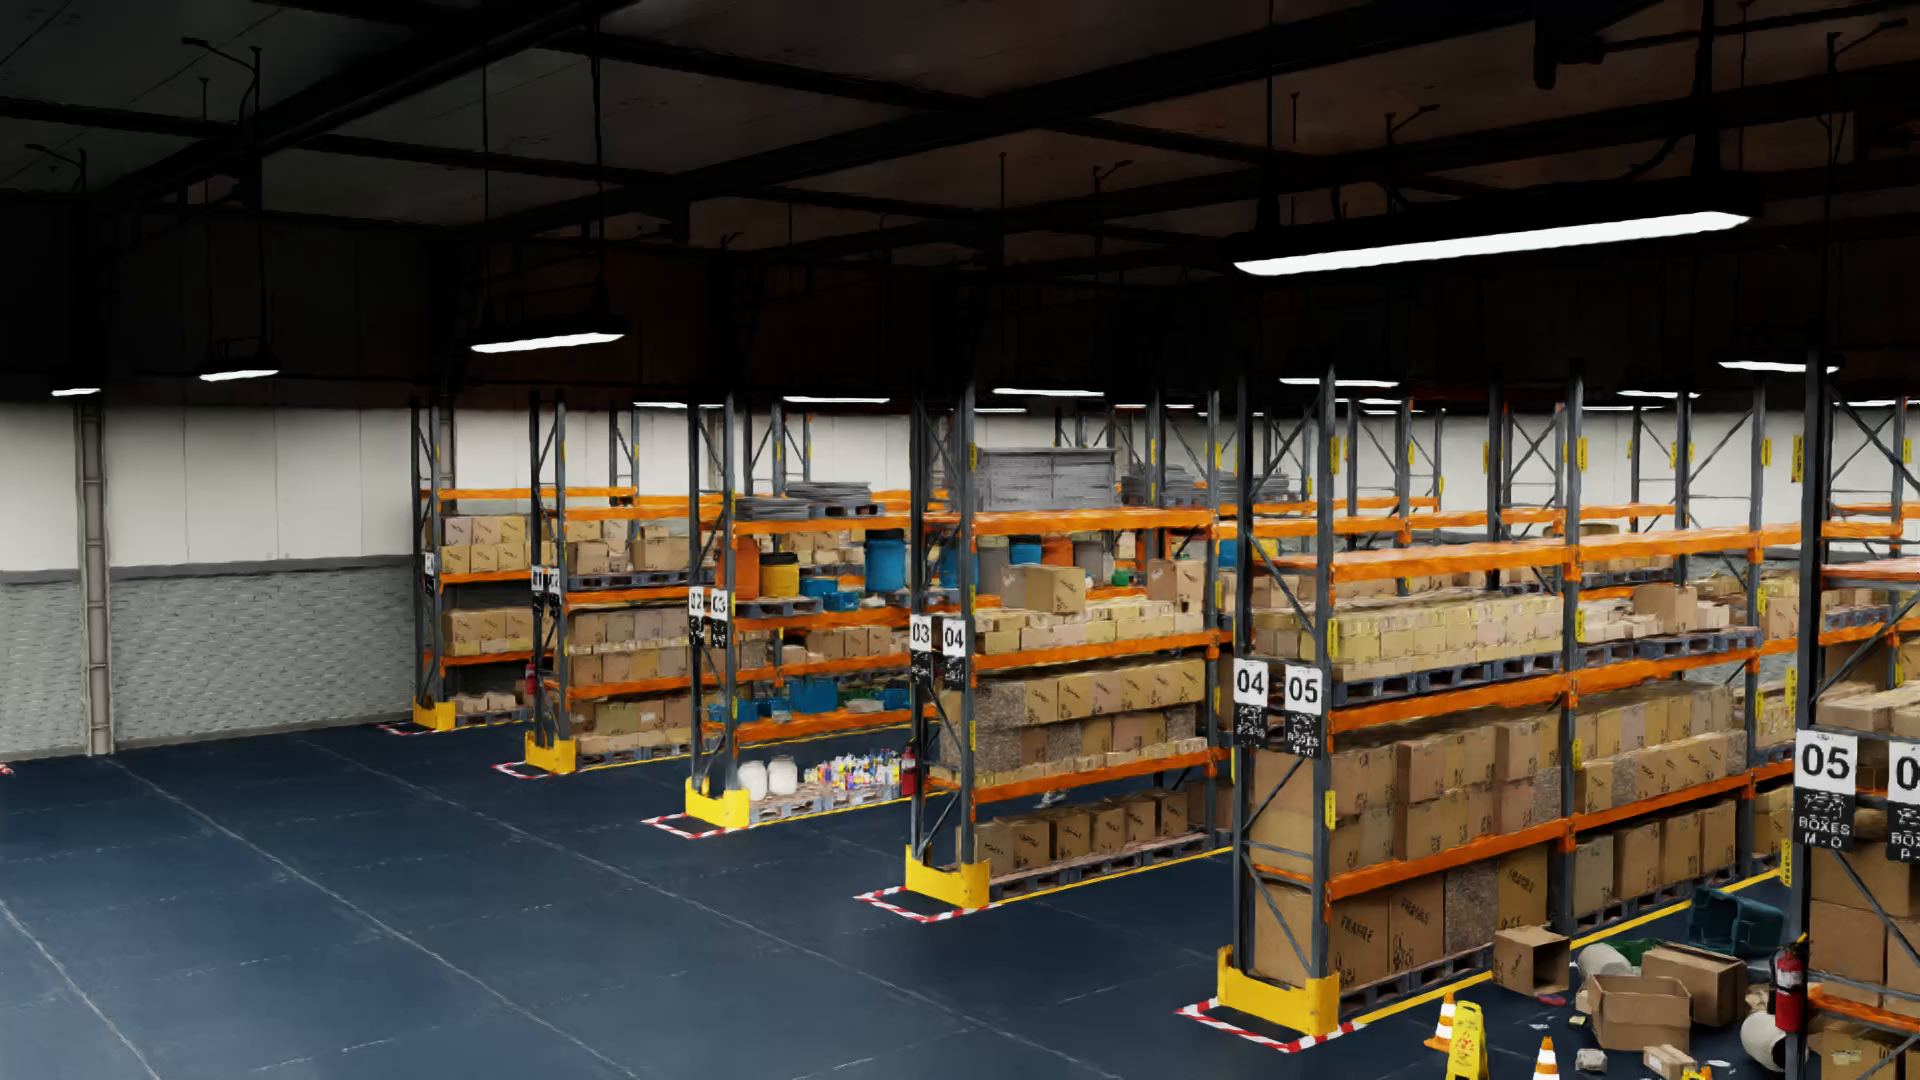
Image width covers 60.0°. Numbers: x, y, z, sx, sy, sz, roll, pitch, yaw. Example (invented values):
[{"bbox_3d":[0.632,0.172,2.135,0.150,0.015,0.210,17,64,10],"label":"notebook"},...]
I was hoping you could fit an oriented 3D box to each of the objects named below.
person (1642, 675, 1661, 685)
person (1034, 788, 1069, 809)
[{"bbox_3d":[10.832,2.729,25.929,0.505,1.779,0.632,1,4,20],"label":"person"},{"bbox_3d":[1.259,2.906,23.484,0.550,1.724,1.029,3,5,42],"label":"person"}]
